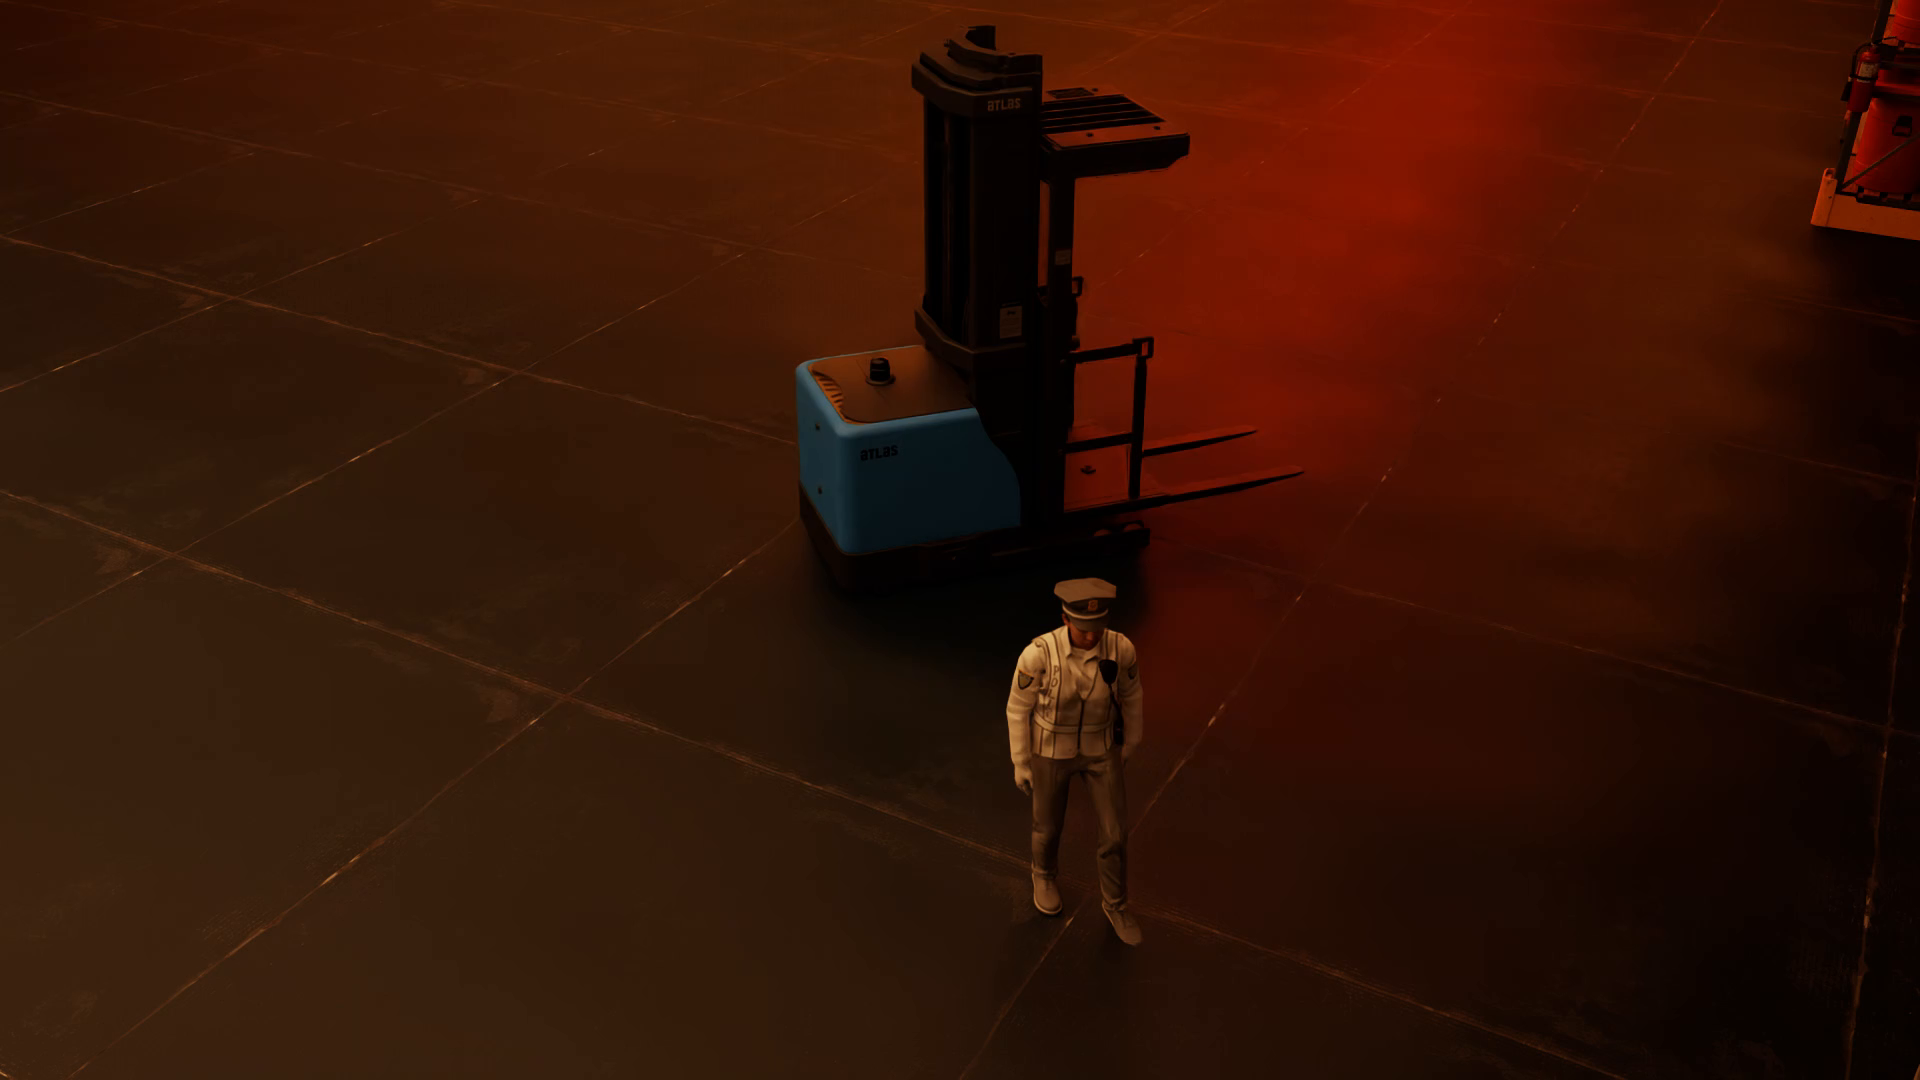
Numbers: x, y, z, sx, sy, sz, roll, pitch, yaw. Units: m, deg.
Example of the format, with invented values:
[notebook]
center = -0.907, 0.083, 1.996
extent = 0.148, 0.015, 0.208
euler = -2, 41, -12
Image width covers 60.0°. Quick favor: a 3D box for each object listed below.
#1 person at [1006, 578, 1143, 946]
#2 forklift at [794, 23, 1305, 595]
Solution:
[person]
center = 0.480, 0.911, 6.813
extent = 0.573, 1.701, 0.506
euler = -3, 30, -5
[forklift]
center = 0.599, -1.403, 9.501
extent = 3.031, 2.935, 1.130
euler = -10, 32, -17
